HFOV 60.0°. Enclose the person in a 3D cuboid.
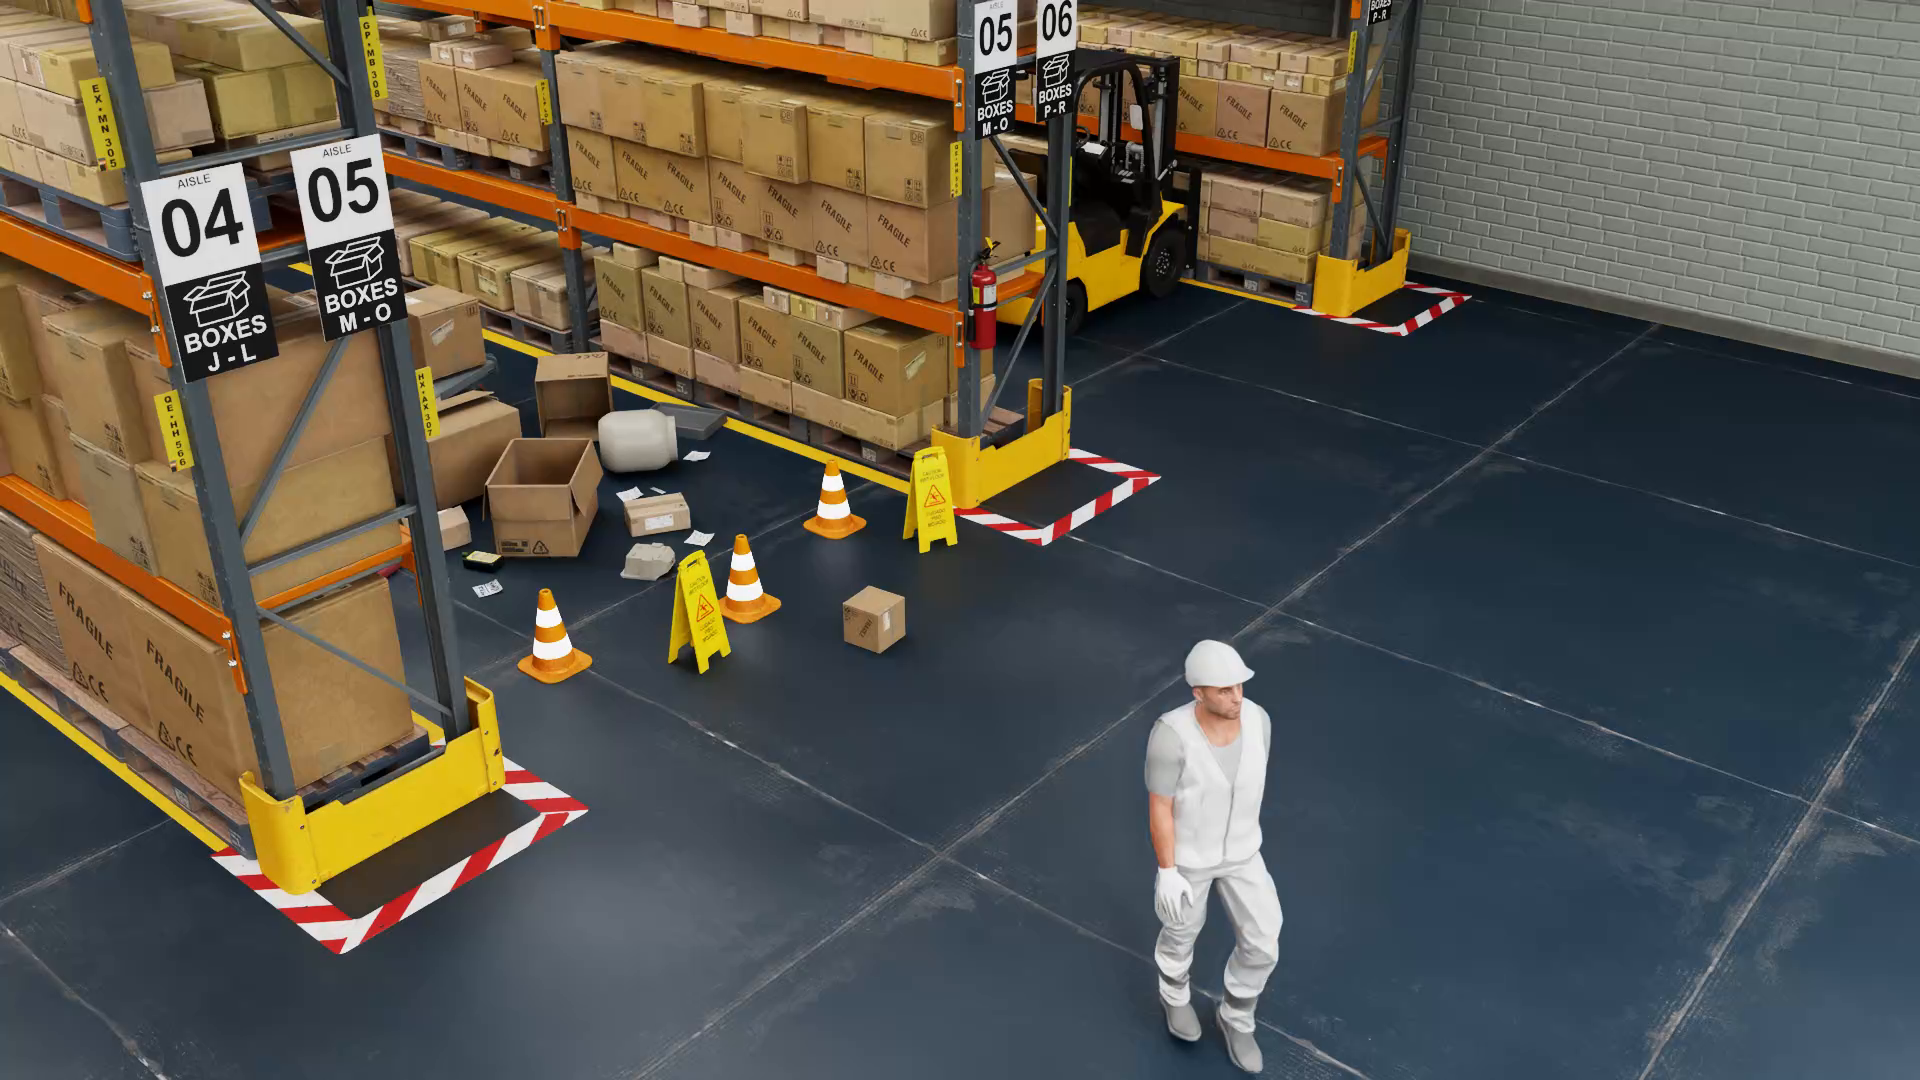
[{"bbox_3d":[0.940,1.208,6.240,0.528,1.837,0.495,-8,28,-15],"label":"person"}]
